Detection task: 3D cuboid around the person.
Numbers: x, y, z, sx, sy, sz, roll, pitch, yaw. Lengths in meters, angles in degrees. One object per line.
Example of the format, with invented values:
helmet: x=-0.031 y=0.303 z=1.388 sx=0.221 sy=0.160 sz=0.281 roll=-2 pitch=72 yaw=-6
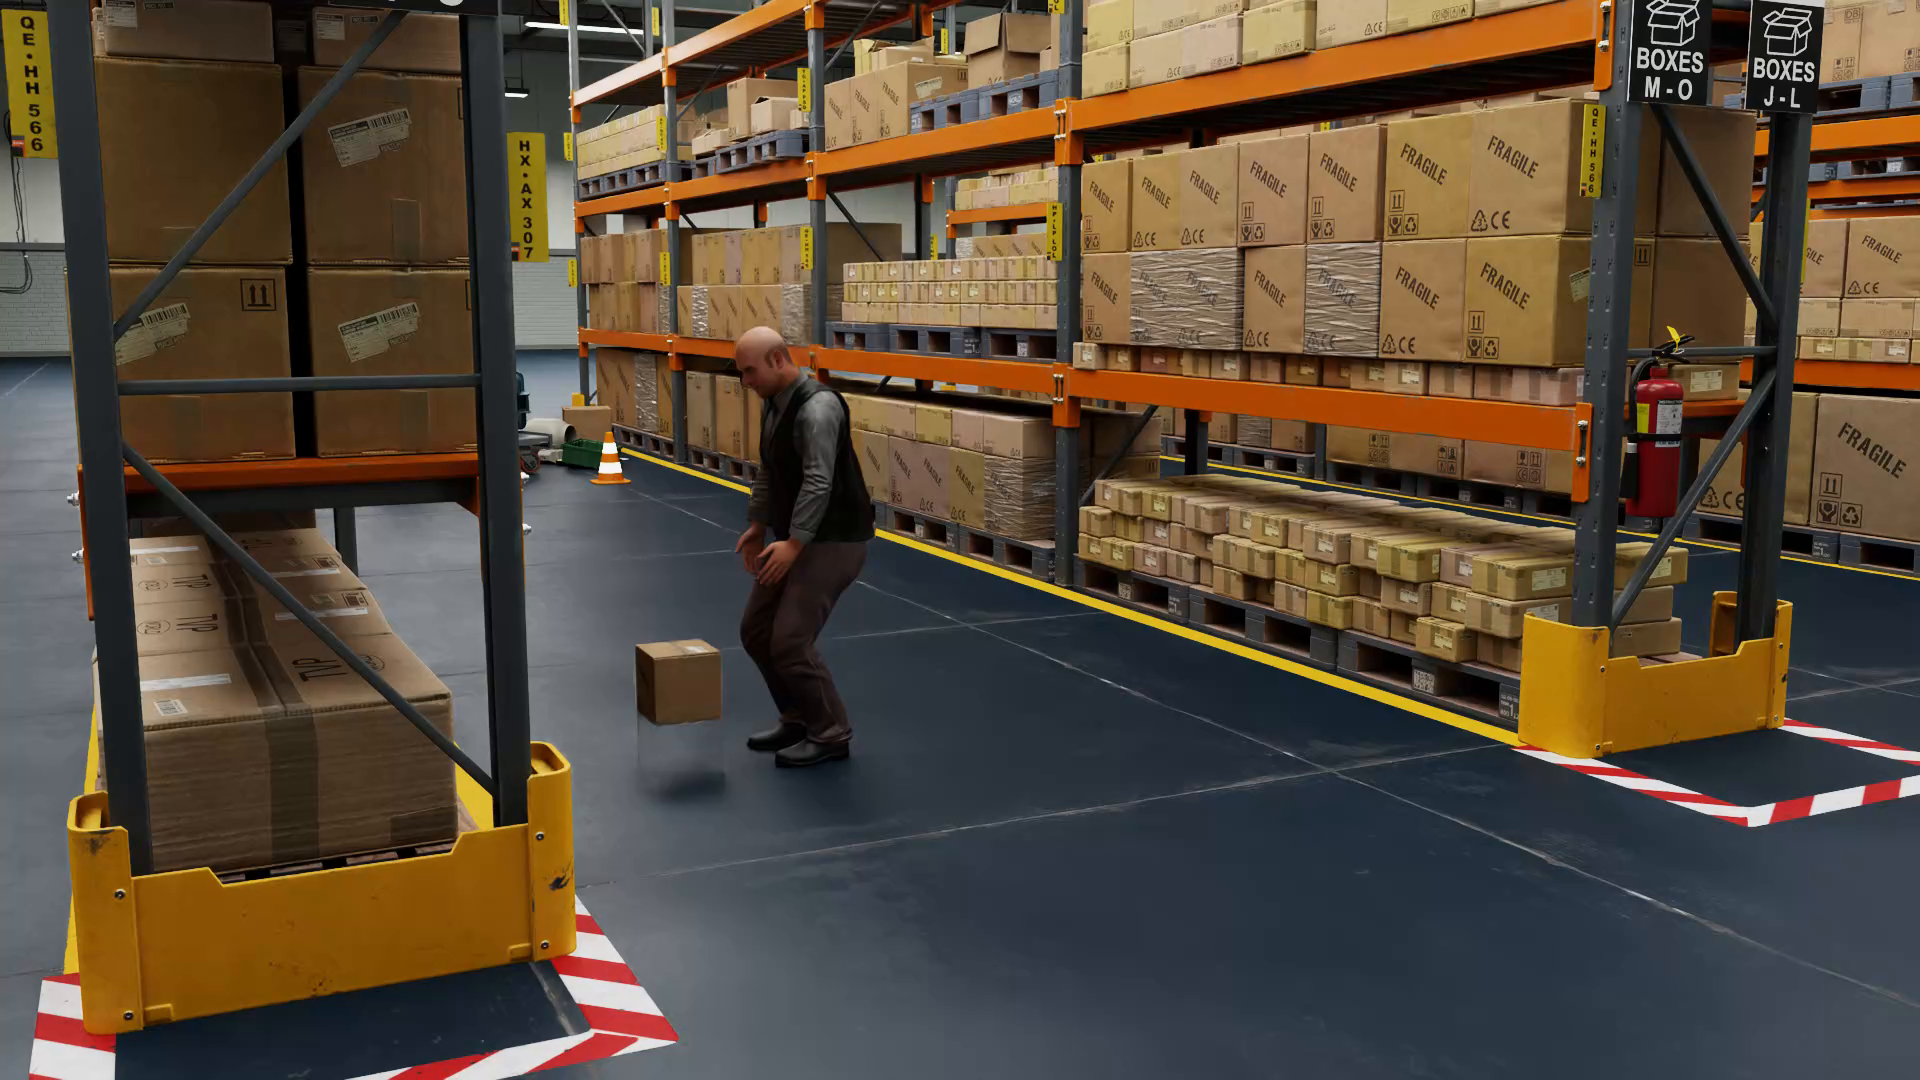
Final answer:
person: x=-0.580 y=0.020 z=6.191 sx=0.509 sy=1.614 sz=0.574 roll=-4 pitch=9 yaw=-25
